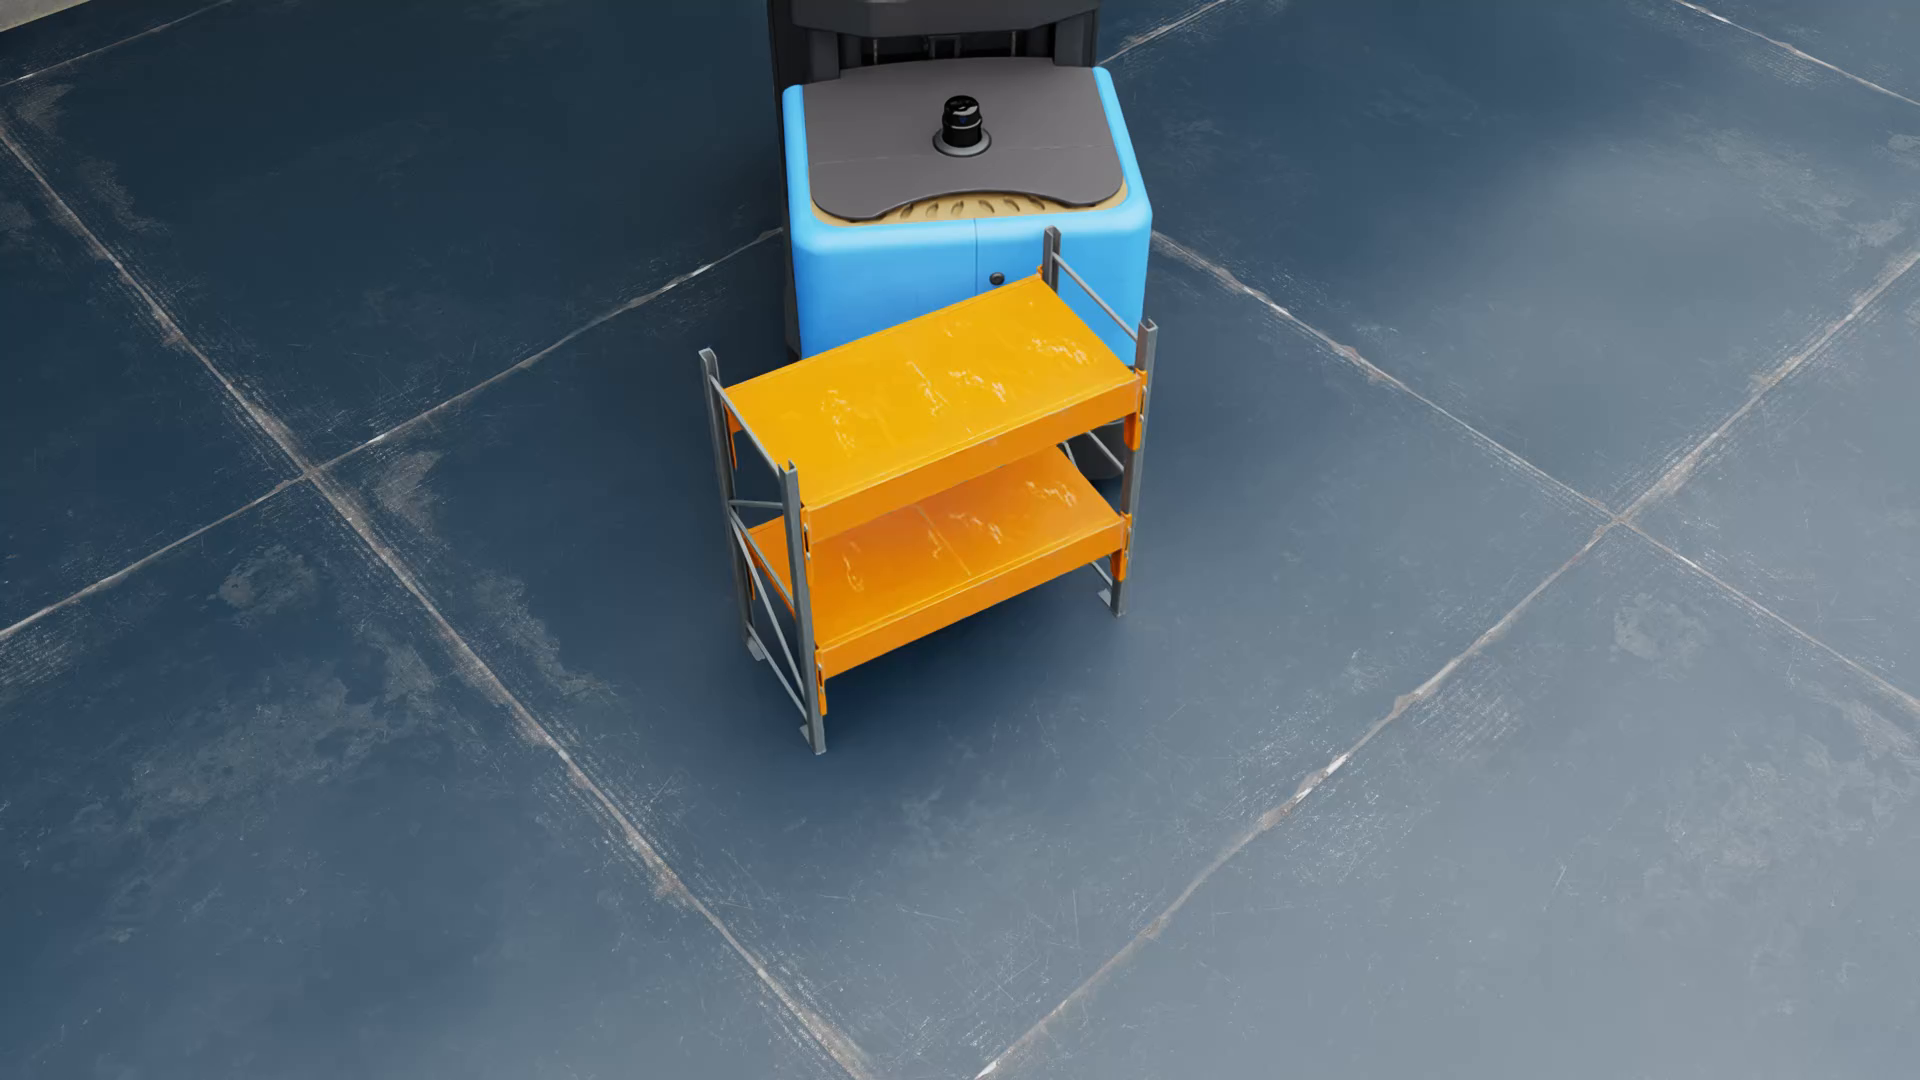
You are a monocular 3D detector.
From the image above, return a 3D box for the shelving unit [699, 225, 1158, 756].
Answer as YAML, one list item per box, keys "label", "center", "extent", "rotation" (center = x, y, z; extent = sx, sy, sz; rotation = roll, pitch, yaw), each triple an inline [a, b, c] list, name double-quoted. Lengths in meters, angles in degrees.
- label: "shelving unit"
  center: [-0.076, -0.123, 4.598]
  extent: [1.048, 1.125, 0.538]
  rotation: [-23, 51, -20]

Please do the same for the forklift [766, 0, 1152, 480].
- label: "forklift"
  center: [-0.114, -2.214, 5.299]
  extent: [1.130, 2.935, 3.031]
  rotation: [-5, 47, -4]

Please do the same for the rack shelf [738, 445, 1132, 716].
- label: "rack shelf"
  center: [-0.076, 0.043, 4.778]
  extent: [1.000, 0.278, 0.538]
  rotation: [-23, 51, -20]

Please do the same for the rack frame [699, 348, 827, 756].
- label: "rack frame"
  center: [-0.516, 0.064, 4.426]
  extent: [0.032, 1.125, 0.500]
  rotation: [-23, 51, -20]

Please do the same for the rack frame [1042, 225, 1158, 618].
- label: "rack frame"
  center: [0.365, -0.310, 4.771]
  extent: [0.032, 1.125, 0.500]
  rotation: [-23, 51, -20]

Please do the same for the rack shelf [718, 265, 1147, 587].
- label: "rack shelf"
  center: [-0.076, -0.322, 4.383]
  extent: [1.000, 0.278, 0.538]
  rotation: [-23, 51, -20]
